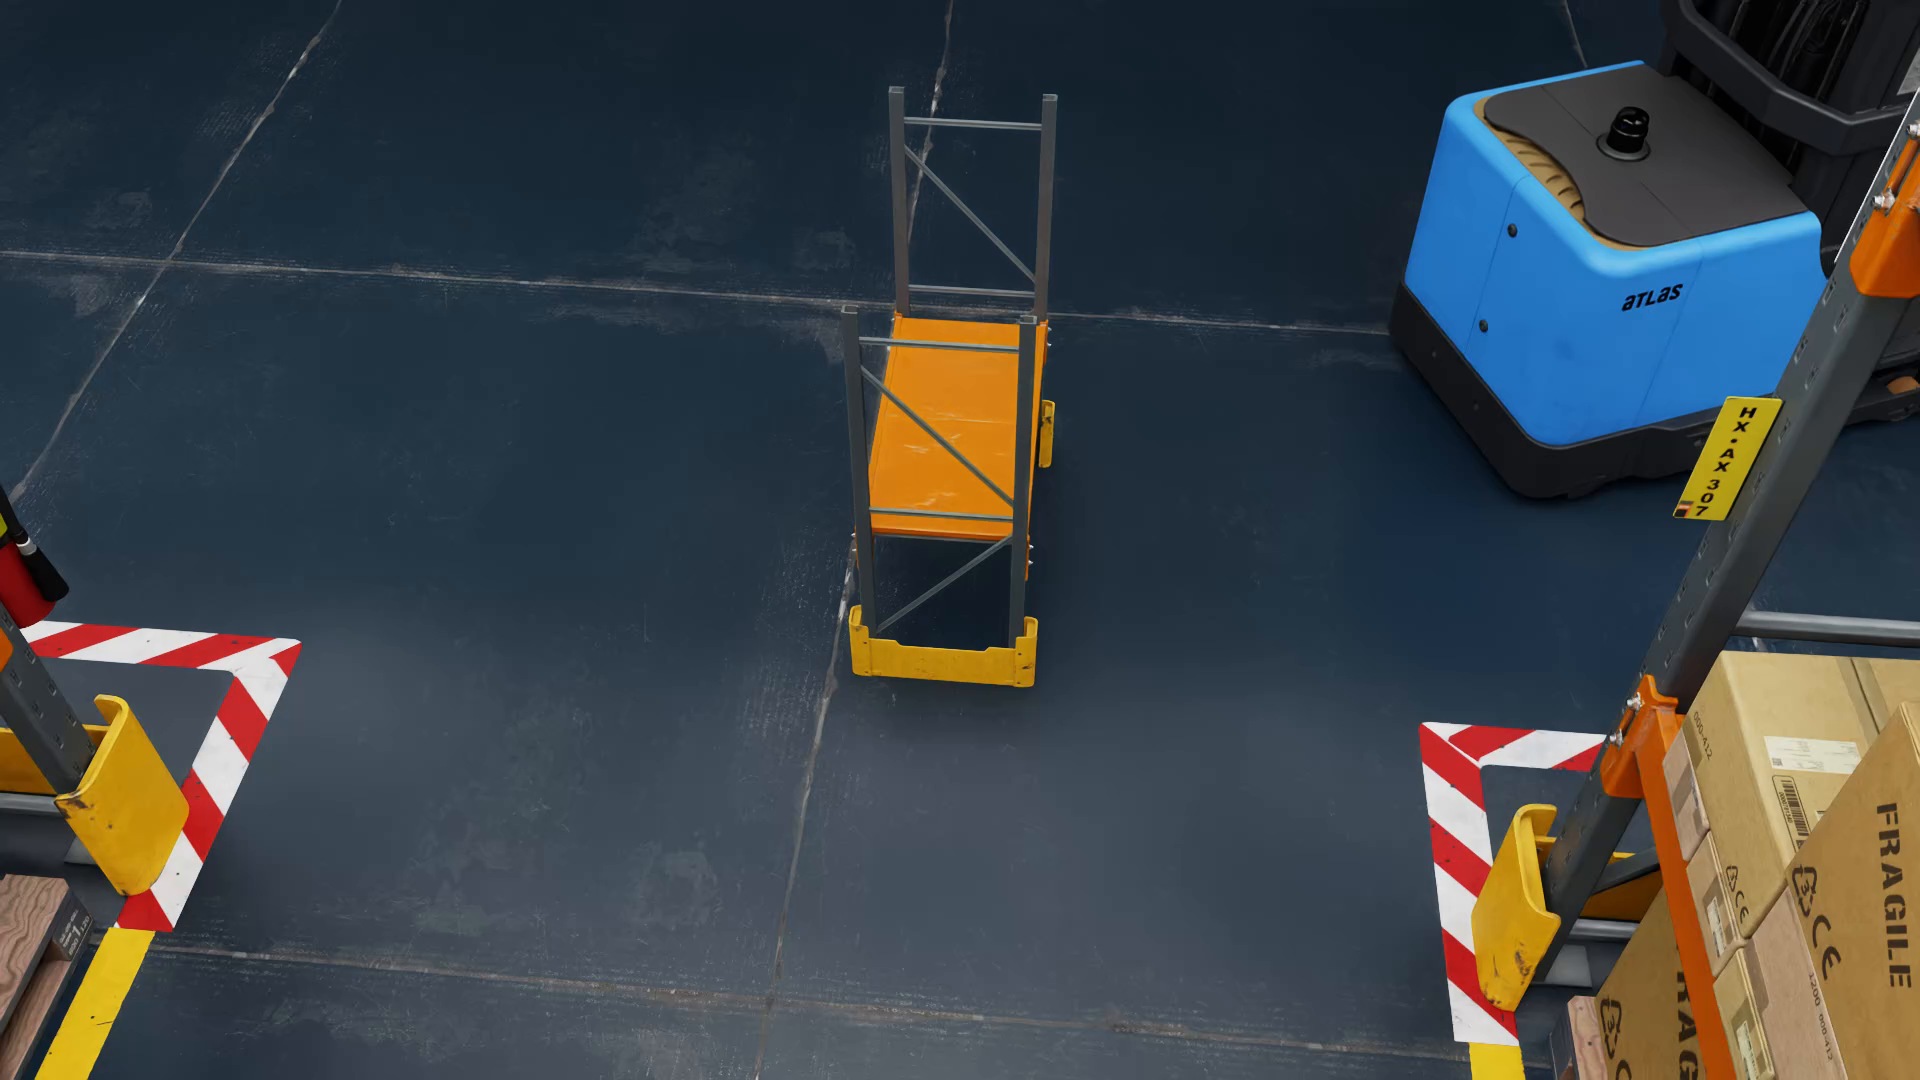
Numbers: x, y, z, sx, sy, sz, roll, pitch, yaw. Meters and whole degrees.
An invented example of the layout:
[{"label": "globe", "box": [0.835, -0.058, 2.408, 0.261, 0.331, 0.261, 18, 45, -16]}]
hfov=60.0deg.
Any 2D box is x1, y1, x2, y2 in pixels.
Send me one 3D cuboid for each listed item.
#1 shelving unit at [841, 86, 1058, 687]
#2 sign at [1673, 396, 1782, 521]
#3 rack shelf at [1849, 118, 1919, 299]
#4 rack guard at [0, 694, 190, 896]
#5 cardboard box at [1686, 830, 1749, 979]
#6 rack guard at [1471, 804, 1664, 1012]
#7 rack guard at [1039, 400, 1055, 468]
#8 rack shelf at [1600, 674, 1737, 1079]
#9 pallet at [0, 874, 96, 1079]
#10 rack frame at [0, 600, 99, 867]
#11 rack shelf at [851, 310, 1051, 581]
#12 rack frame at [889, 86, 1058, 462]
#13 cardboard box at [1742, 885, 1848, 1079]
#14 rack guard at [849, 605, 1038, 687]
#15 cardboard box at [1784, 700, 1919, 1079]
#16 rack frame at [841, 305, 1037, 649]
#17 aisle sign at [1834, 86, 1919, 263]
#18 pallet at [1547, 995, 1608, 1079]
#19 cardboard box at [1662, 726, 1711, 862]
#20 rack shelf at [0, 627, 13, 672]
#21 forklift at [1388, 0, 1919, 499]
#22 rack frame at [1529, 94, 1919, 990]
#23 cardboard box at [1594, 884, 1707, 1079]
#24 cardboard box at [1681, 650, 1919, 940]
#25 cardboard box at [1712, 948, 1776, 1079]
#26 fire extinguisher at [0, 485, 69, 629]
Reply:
[{"label": "shelving unit", "box": [-0.007, -0.450, 5.145, 0.587, 1.500, 1.083, 4, 48, 4]}, {"label": "sign", "box": [1.481, -0.154, 3.217, 0.100, 0.325, 0.005, 4, 48, 4]}, {"label": "rack shelf", "box": [1.851, 0.907, 1.342, 1.077, 0.370, 4.000, 4, 48, 4]}, {"label": "rack guard", "box": [-2.910, 0.699, 4.772, 1.175, 0.500, 0.348, 4, 48, 4]}, {"label": "cardboard box", "box": [1.651, 0.719, 3.230, 0.380, 0.149, 0.250, 3, 48, 3]}, {"label": "rack guard", "box": [2.036, 1.033, 4.466, 1.175, 0.500, 0.348, 4, 48, 4]}, {"label": "rack guard", "box": [0.038, -0.394, 5.941, 0.587, 0.250, 0.087, 4, 48, 4]}, {"label": "rack shelf", "box": [1.851, 1.919, 2.449, 1.077, 0.370, 4.000, 4, 48, 4]}, {"label": "pallet", "box": [-3.013, 1.418, 4.310, 1.003, 0.211, 1.213, 4, 48, 4]}, {"label": "rack frame", "box": [-2.899, -0.126, 3.833, 1.000, 3.000, 0.127, 4, 48, 4]}, {"label": "rack shelf", "box": [-0.008, -0.322, 5.272, 0.538, 0.185, 1.000, 4, 48, 4]}, {"label": "rack frame", "box": [0.039, -0.817, 5.481, 0.500, 1.500, 0.032, 4, 48, 4]}, {"label": "cardboard box", "box": [1.680, 0.874, 2.818, 0.500, 0.250, 0.500, 3, 48, 3]}, {"label": "rack guard", "box": [-0.052, 0.338, 5.272, 0.587, 0.250, 0.087, 4, 48, 4]}, {"label": "cardboard box", "box": [1.675, 0.606, 2.555, 0.500, 0.500, 0.500, 3, 48, 3]}, {"label": "rack frame", "box": [-0.054, -0.070, 4.798, 0.500, 1.500, 0.032, 4, 48, 4]}, {"label": "aisle sign", "box": [1.741, -0.743, 2.635, 0.394, 0.787, 0.004, 4, 48, 4]}, {"label": "pallet", "box": [2.038, 1.741, 4.015, 1.003, 0.211, 1.213, 4, 48, 4]}, {"label": "cardboard box", "box": [1.672, 0.530, 3.402, 0.380, 0.149, 0.250, 4, 48, 4]}, {"label": "rack shelf", "box": [-3.081, 1.586, 2.754, 1.077, 0.370, 4.000, 4, 48, 4]}, {"label": "forklift", "box": [3.221, -1.787, 5.398, 3.031, 2.935, 1.130, -14, 49, -12]}, {"label": "rack frame", "box": [2.033, 0.207, 3.528, 1.000, 3.000, 0.127, 4, 48, 4]}, {"label": "cardboard box", "box": [2.055, 1.258, 3.722, 0.875, 0.875, 0.875, 4, 48, 4]}, {"label": "cardboard box", "box": [1.721, 0.492, 3.167, 0.500, 0.250, 0.500, 3, 48, 2]}, {"label": "cardboard box", "box": [1.628, 0.907, 3.058, 0.380, 0.149, 0.250, 3, 48, 3]}, {"label": "fire extinguisher", "box": [-2.433, -0.054, 4.072, 0.296, 0.674, 0.183, 4, 48, 4]}]
